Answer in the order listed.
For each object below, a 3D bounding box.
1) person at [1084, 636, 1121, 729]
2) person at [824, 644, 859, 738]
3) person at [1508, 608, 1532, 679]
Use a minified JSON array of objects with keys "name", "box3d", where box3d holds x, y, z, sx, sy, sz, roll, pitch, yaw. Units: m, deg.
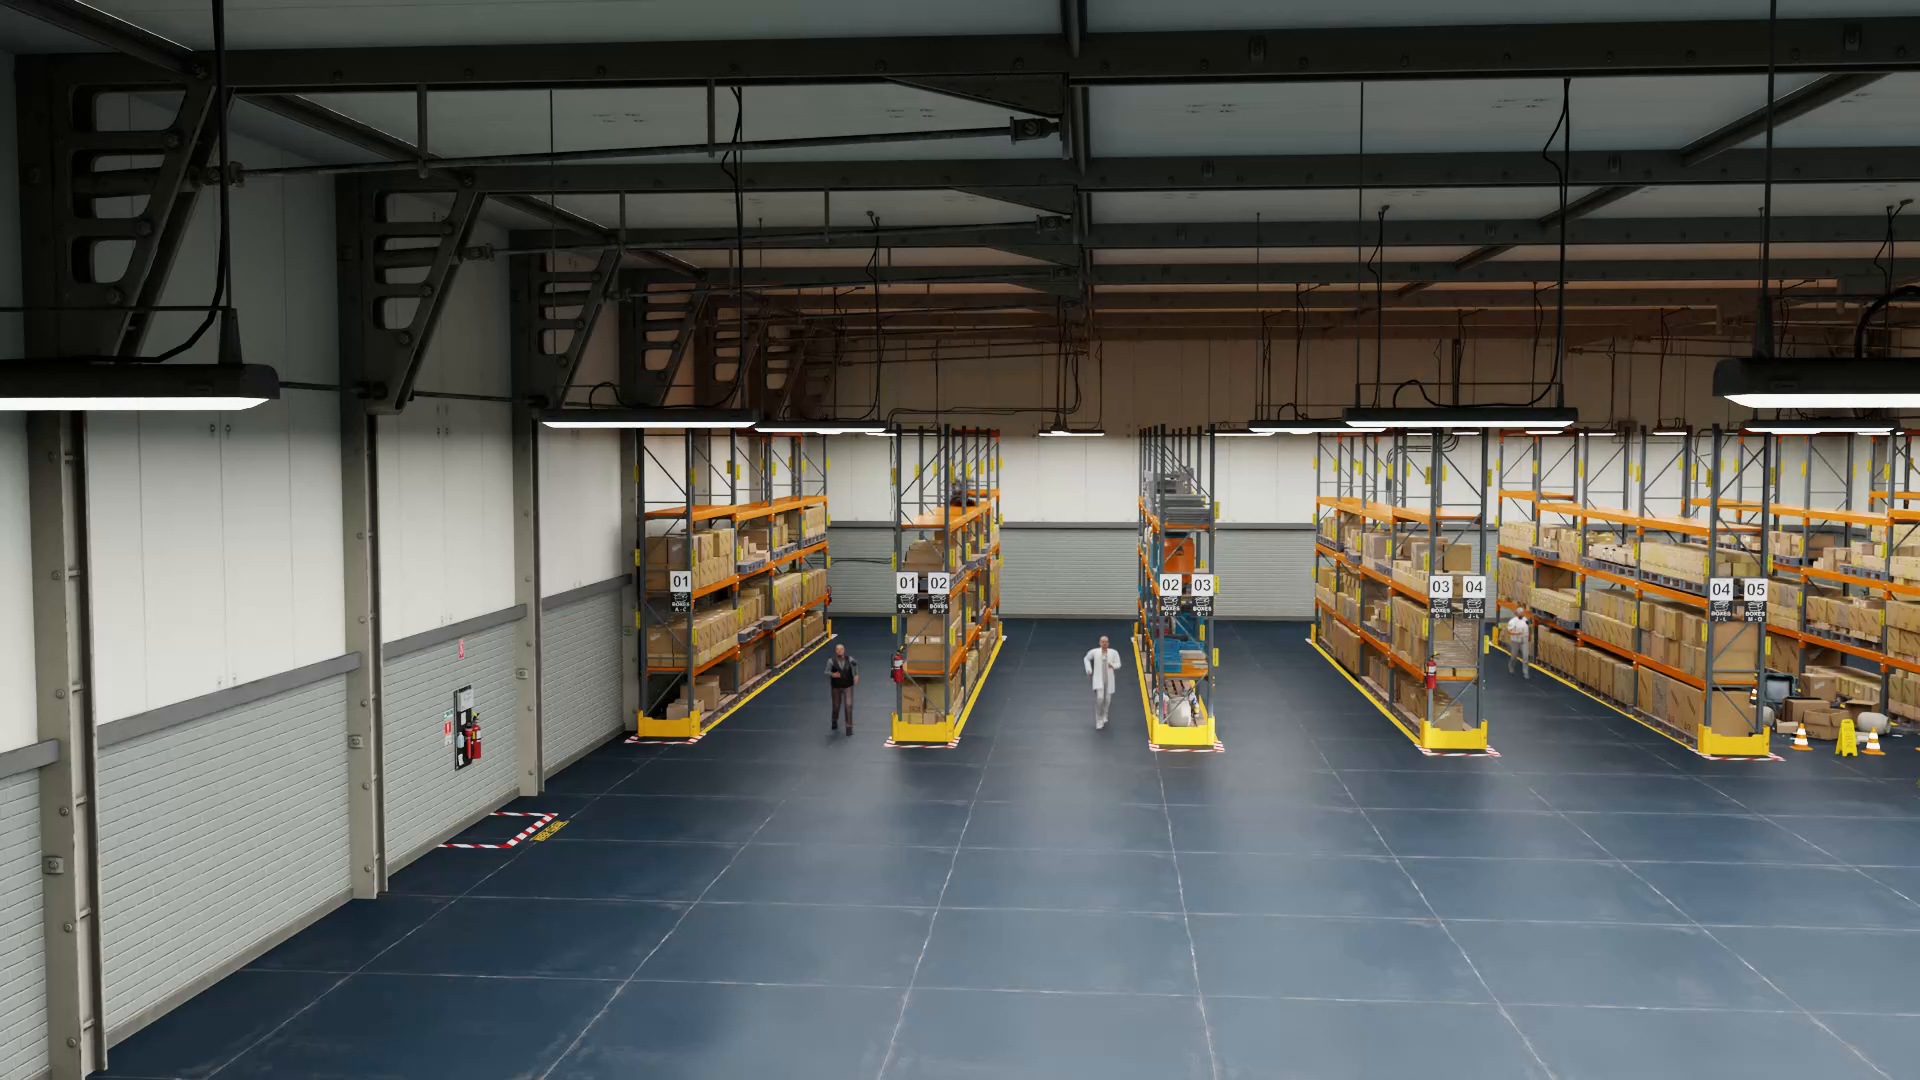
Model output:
[{"name":"person","box3d":[2.851,2.830,33.043,0.675,1.846,0.829,0,3,-7]},{"name":"person","box3d":[-2.297,2.889,32.263,0.680,1.760,0.900,0,3,-6]},{"name":"person","box3d":[13.424,2.448,39.886,0.606,1.662,0.943,0,3,-1]}]
